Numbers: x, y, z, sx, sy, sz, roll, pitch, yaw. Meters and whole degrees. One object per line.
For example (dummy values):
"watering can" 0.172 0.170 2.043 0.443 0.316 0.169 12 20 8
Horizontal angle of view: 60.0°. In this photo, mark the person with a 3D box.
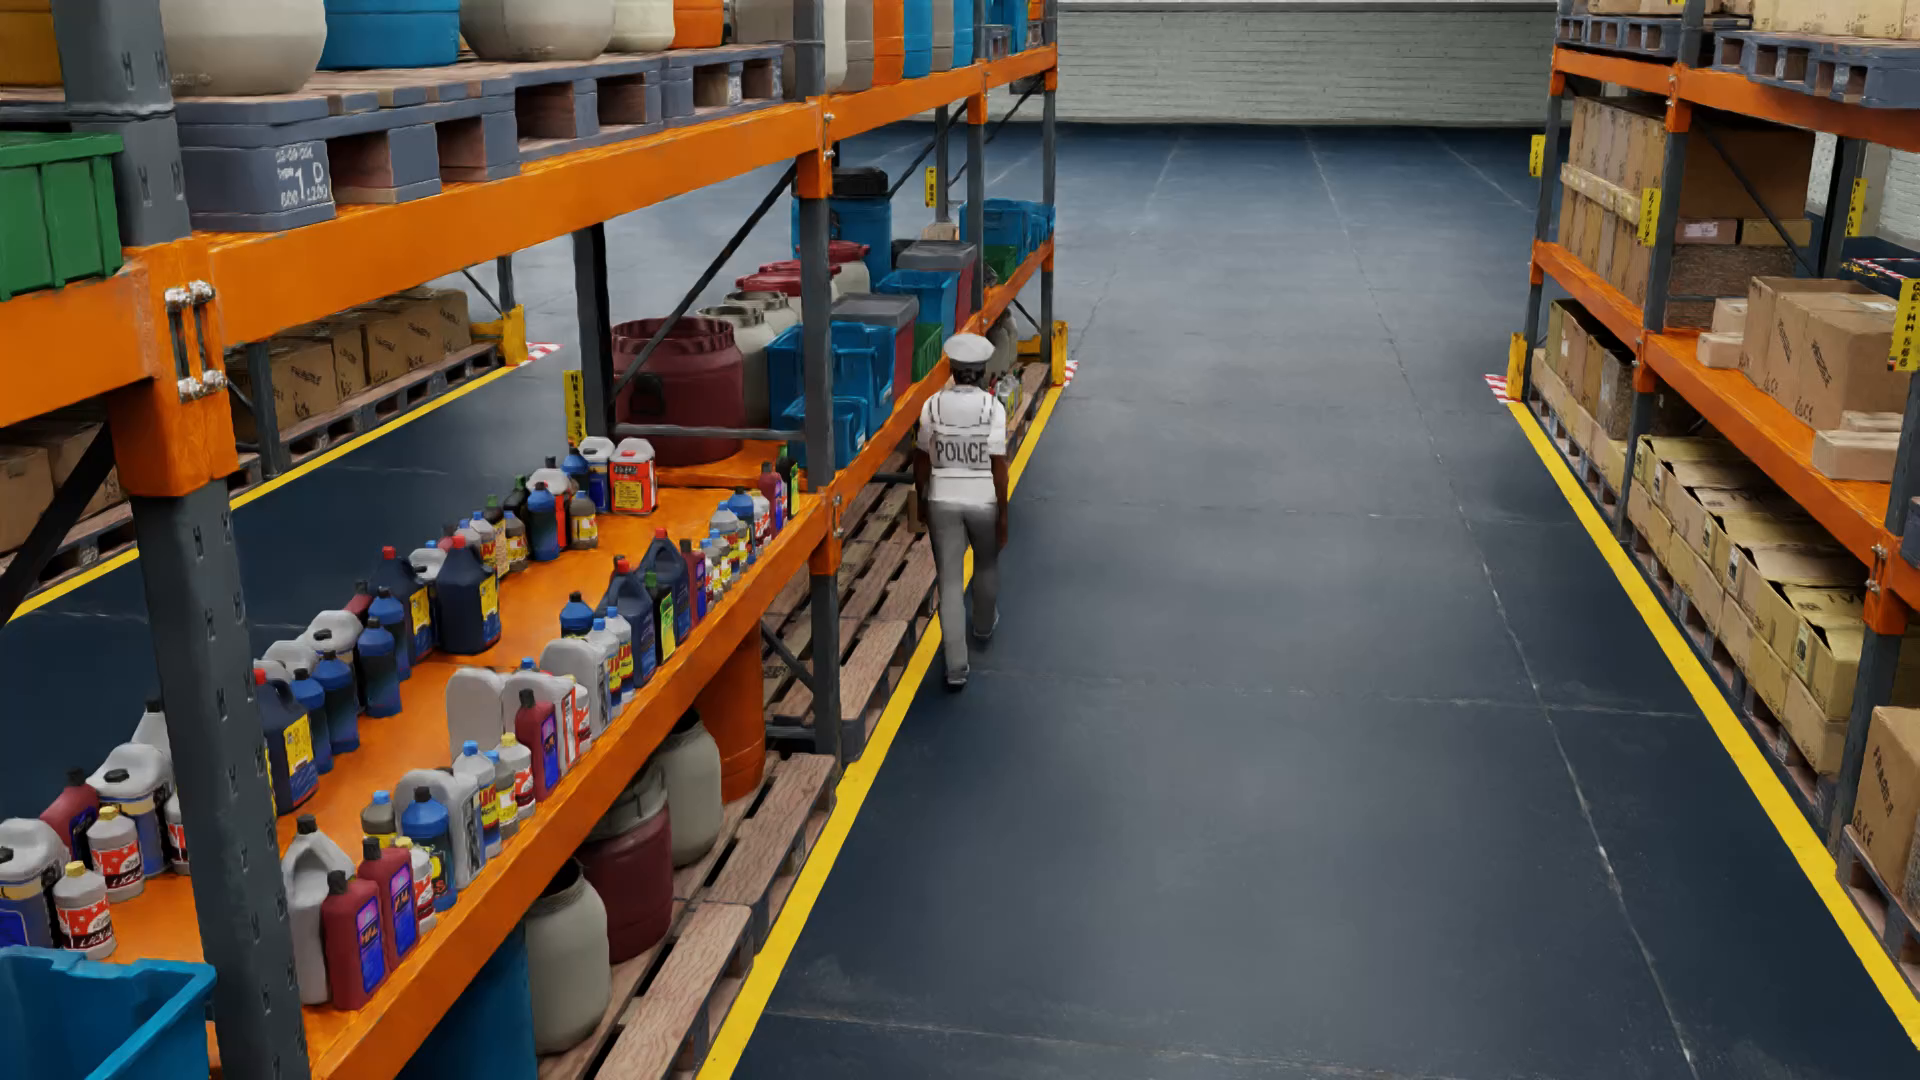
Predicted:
"person" 0.005 -0.201 8.165 0.465 1.621 0.941 0 18 1
